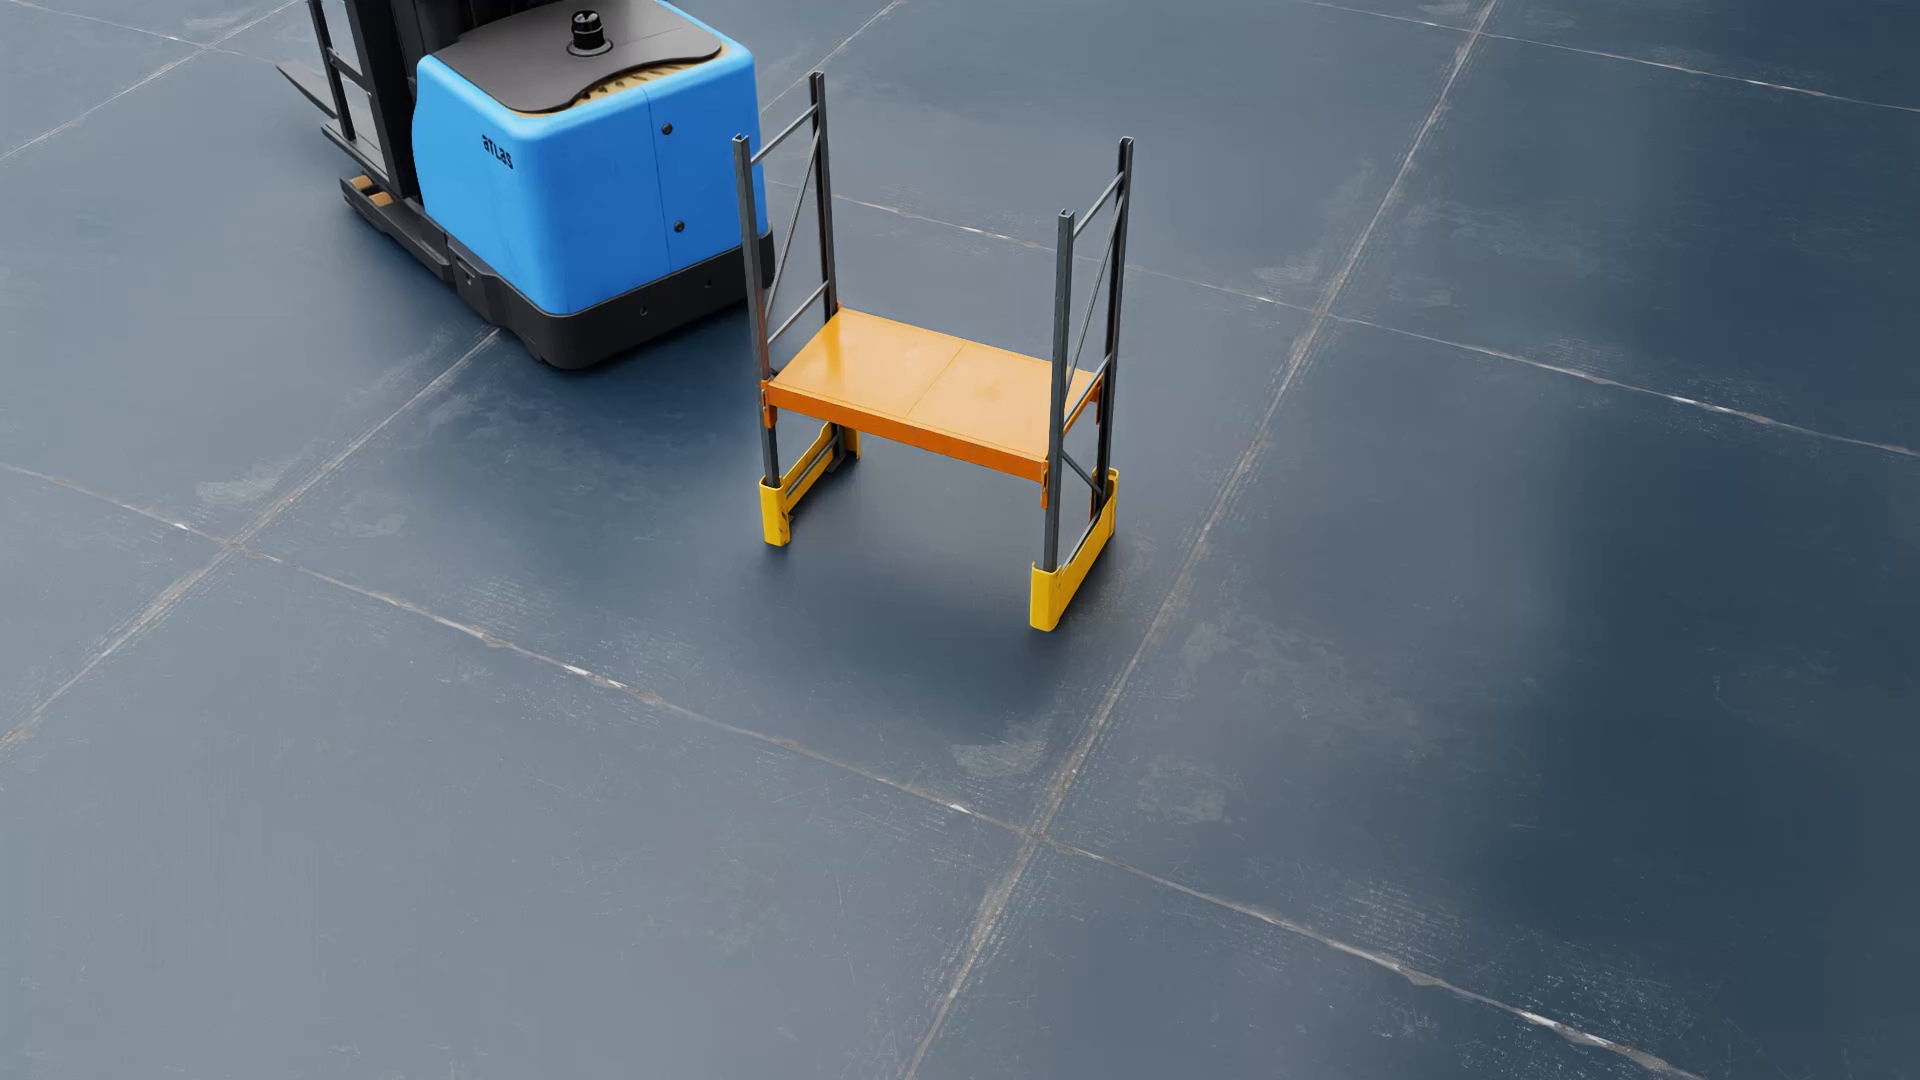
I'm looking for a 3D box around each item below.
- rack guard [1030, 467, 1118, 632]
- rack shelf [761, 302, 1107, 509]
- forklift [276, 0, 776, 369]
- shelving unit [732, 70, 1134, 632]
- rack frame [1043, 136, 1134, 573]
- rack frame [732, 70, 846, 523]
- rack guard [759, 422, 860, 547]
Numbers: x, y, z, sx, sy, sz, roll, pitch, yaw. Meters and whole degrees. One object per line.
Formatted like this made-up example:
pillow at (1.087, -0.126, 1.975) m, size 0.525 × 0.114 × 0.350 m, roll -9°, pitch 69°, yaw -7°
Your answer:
rack guard at (0.382, 0.022, 5.533) m, size 0.087 × 0.250 × 0.587 m, roll 17°, pitch 44°, yaw 19°
rack shelf at (-0.077, -0.454, 5.404) m, size 1.000 × 0.185 × 0.538 m, roll 17°, pitch 44°, yaw 19°
forklift at (-2.098, -2.659, 6.579) m, size 1.130 × 2.935 × 3.031 m, roll -29°, pitch 49°, yaw -29°
shelving unit at (-0.069, -0.588, 5.283) m, size 1.083 × 1.500 × 0.587 m, roll 17°, pitch 44°, yaw 19°
rack frame at (0.383, -0.450, 5.124) m, size 0.032 × 1.500 × 0.500 m, roll 17°, pitch 44°, yaw 19°
rack frame at (-0.538, -0.731, 5.448) m, size 0.032 × 1.500 × 0.500 m, roll 17°, pitch 44°, yaw 19°
rack guard at (-0.520, -0.253, 5.852) m, size 0.087 × 0.250 × 0.587 m, roll 17°, pitch 44°, yaw 19°
